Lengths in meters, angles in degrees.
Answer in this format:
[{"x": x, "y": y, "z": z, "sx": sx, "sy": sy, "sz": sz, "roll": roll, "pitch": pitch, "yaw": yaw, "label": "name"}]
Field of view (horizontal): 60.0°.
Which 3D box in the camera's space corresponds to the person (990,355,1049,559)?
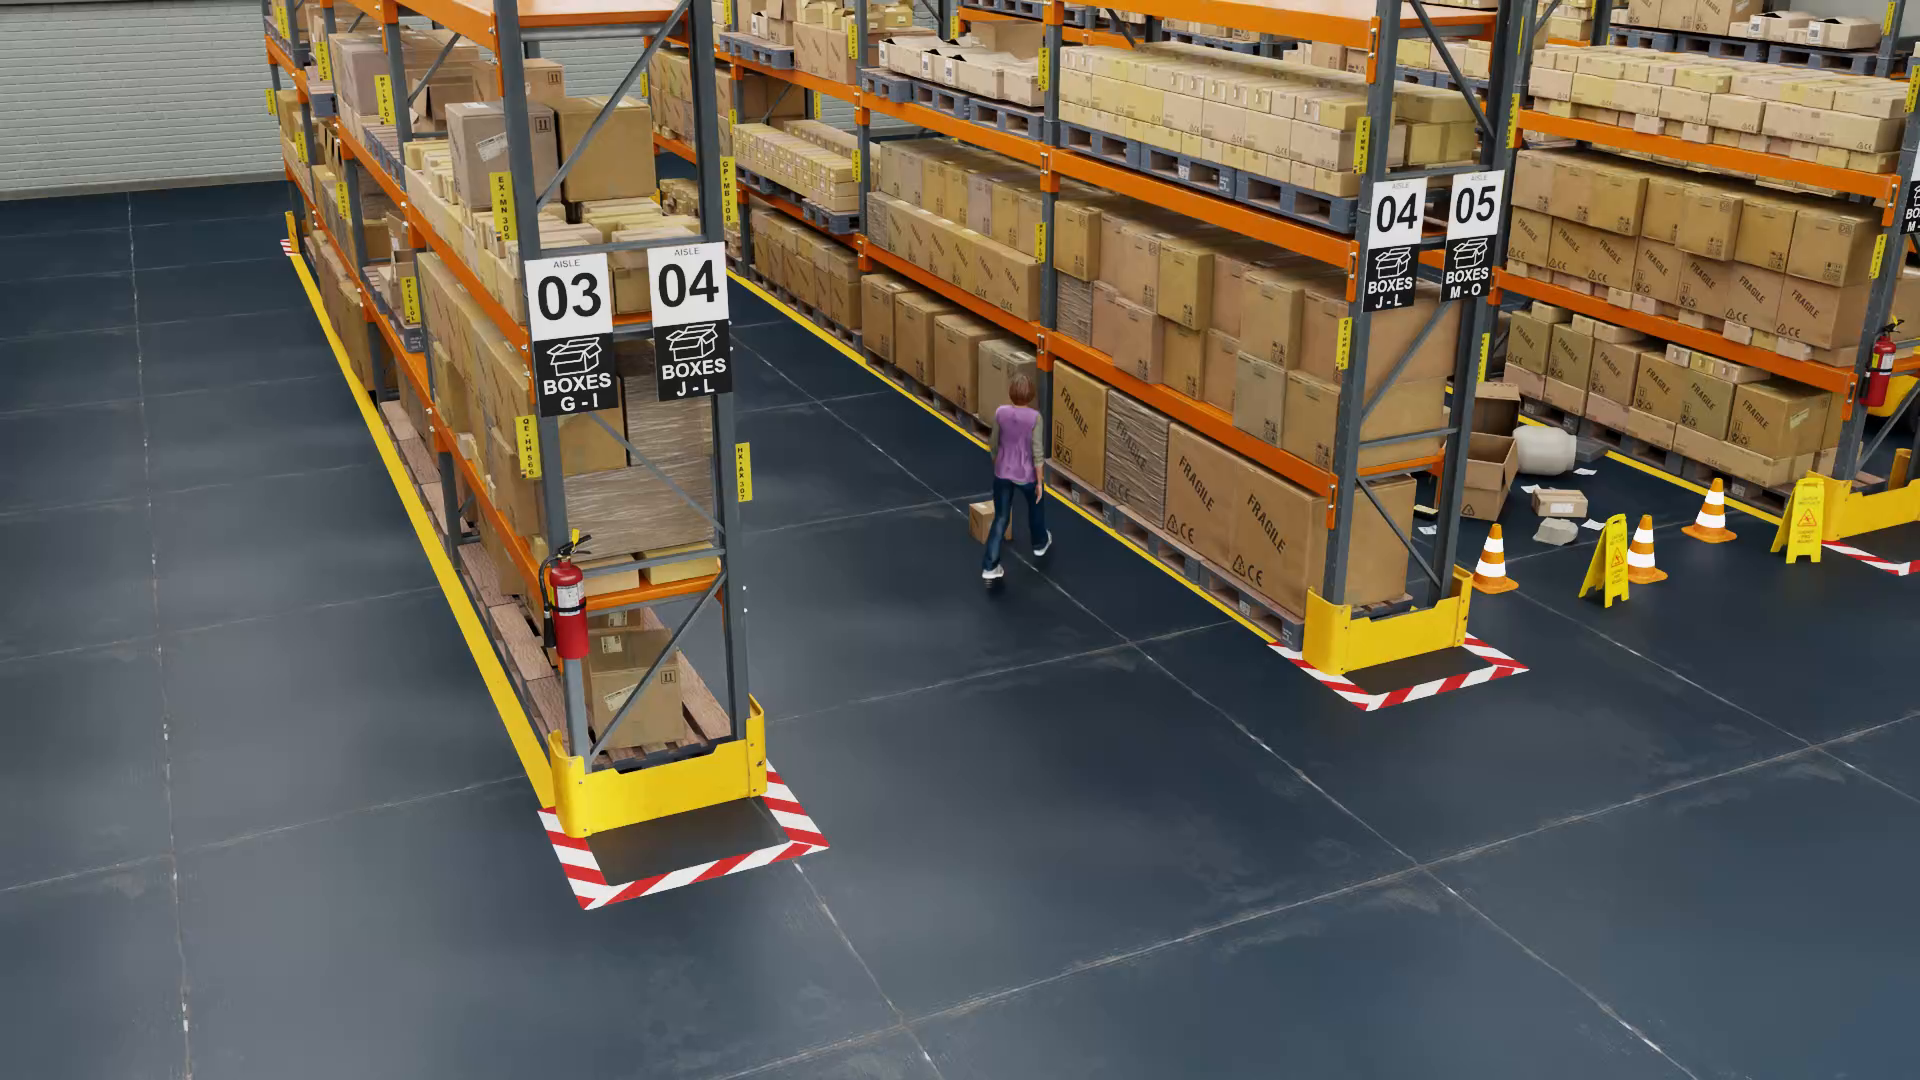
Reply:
[{"x": 0.451, "y": -0.612, "z": 12.469, "sx": 0.458, "sy": 1.615, "sz": 0.344, "roll": -5, "pitch": 23, "yaw": -12, "label": "person"}]
